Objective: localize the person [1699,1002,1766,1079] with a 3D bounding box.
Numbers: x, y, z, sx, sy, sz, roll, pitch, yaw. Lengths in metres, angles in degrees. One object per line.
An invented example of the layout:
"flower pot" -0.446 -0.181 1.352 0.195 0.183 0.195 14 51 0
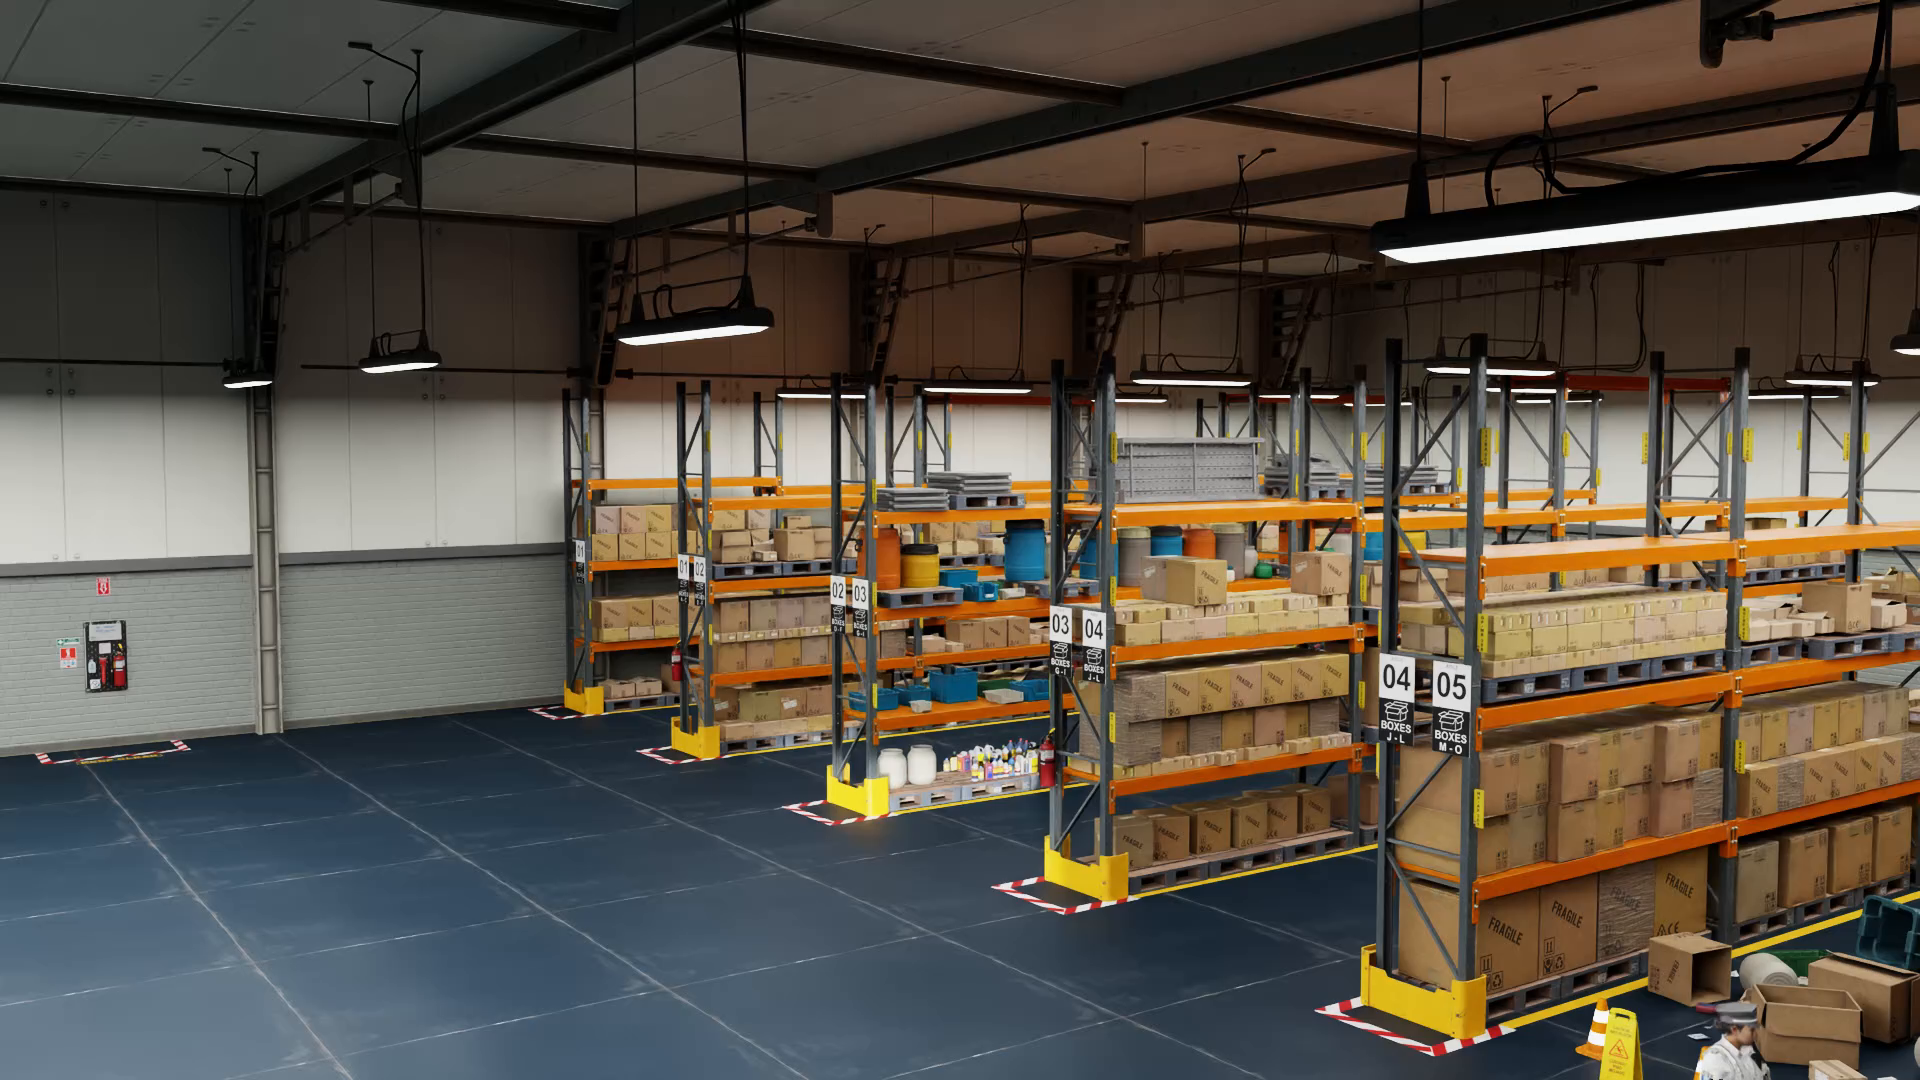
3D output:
"person" 4.753 3.675 10.386 0.498 1.636 0.809 -3 5 -40
